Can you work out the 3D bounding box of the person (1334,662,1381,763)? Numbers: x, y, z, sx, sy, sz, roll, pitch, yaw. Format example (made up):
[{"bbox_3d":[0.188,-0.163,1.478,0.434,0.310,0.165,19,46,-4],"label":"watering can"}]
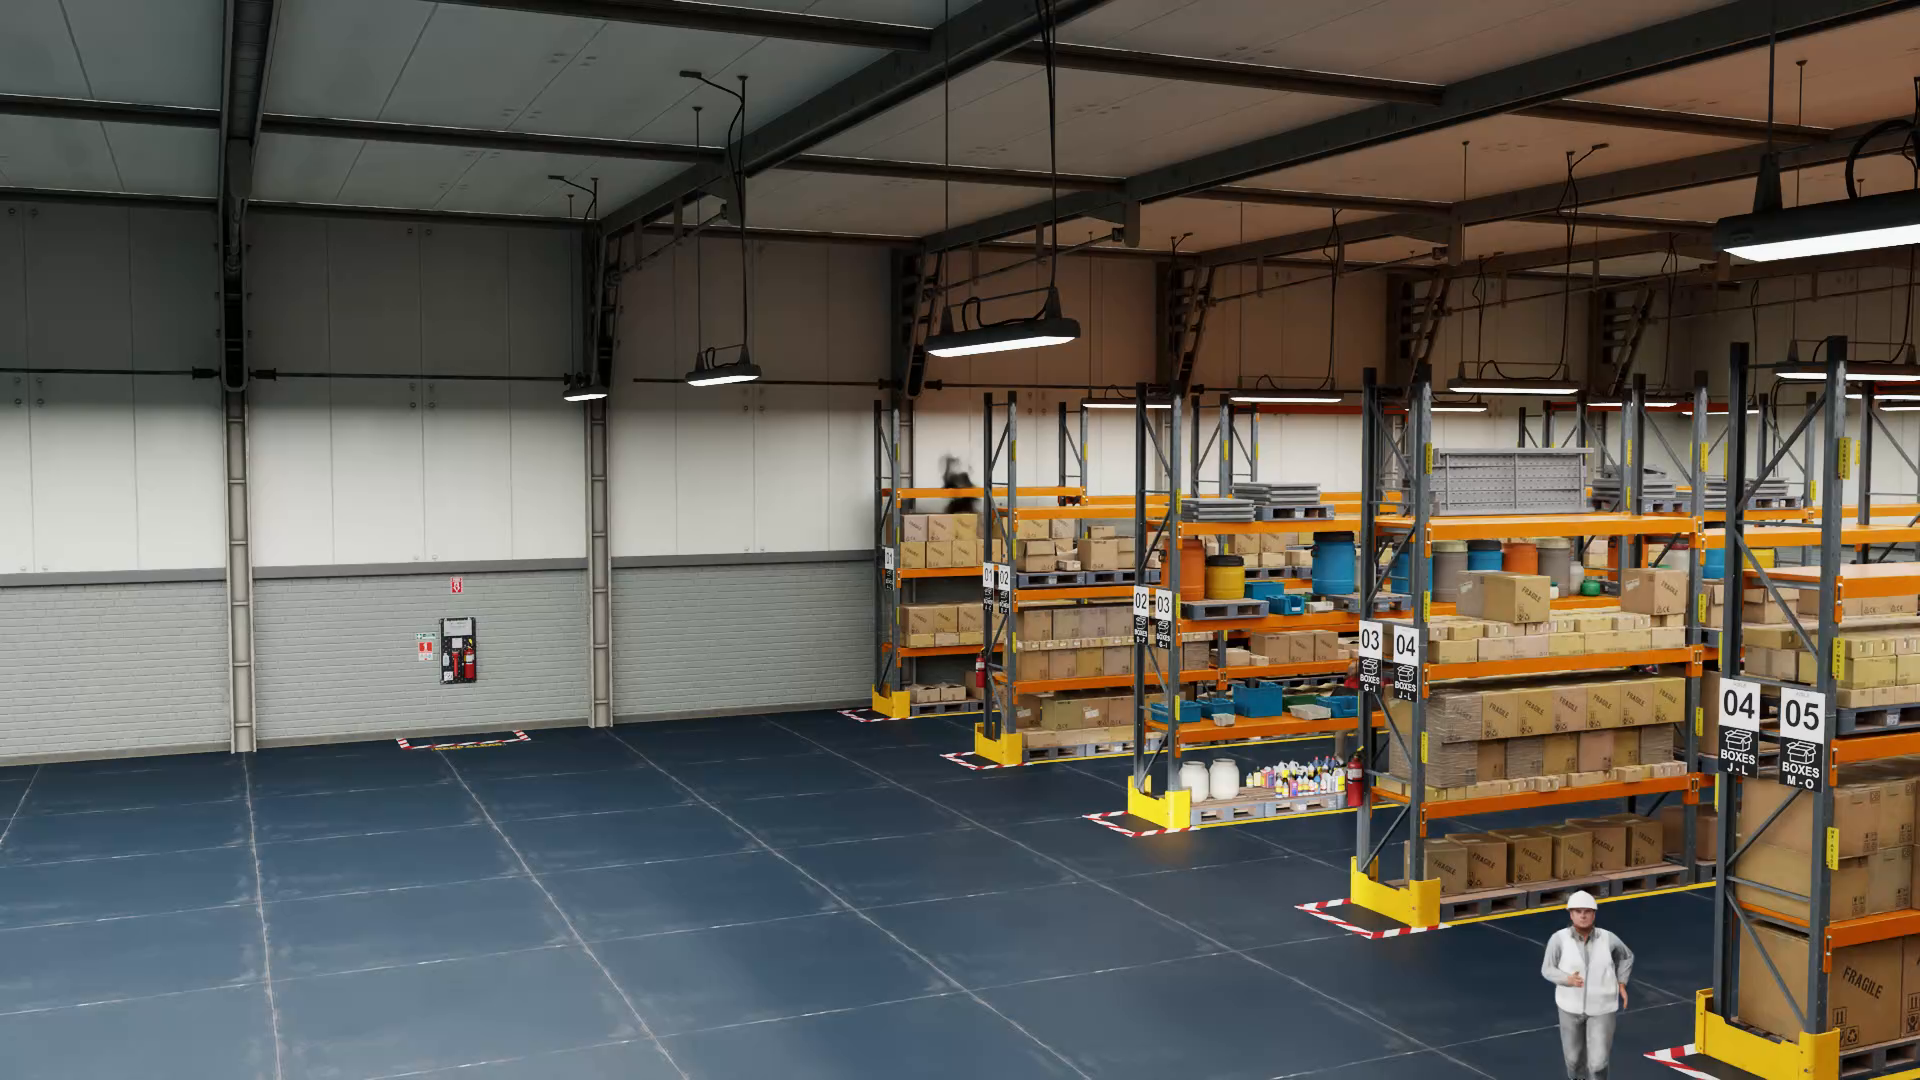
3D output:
[{"bbox_3d":[6.153,2.764,26.067,0.962,1.716,0.662,-2,4,-32],"label":"person"}]

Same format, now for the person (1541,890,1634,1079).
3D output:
[{"bbox_3d":[4.718,3.555,12.541,0.628,1.809,0.706,2,4,26],"label":"person"}]
